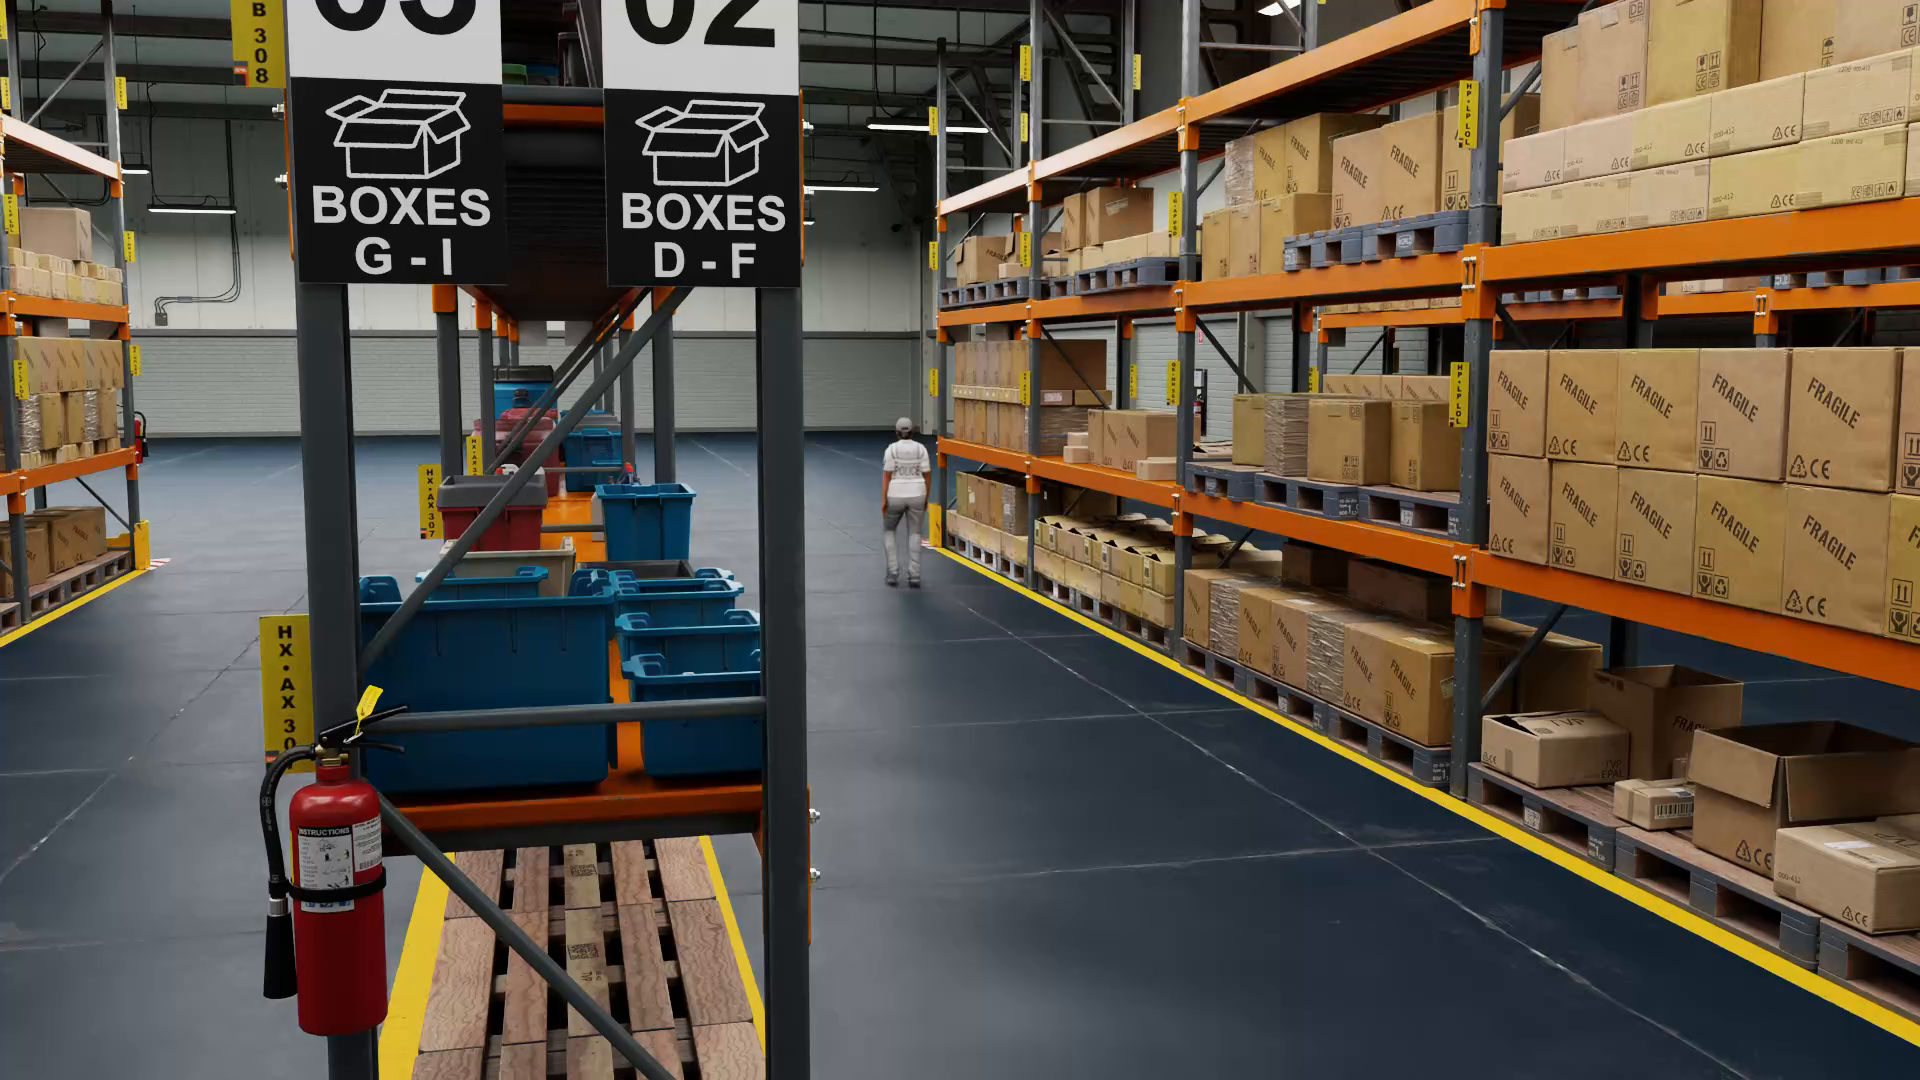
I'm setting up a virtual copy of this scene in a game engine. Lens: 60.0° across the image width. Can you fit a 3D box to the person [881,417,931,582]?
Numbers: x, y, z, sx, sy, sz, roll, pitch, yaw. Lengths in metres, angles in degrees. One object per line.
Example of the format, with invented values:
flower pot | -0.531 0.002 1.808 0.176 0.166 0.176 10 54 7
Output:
person | -0.549 -0.364 16.687 0.512 1.733 0.603 -1 6 -8
